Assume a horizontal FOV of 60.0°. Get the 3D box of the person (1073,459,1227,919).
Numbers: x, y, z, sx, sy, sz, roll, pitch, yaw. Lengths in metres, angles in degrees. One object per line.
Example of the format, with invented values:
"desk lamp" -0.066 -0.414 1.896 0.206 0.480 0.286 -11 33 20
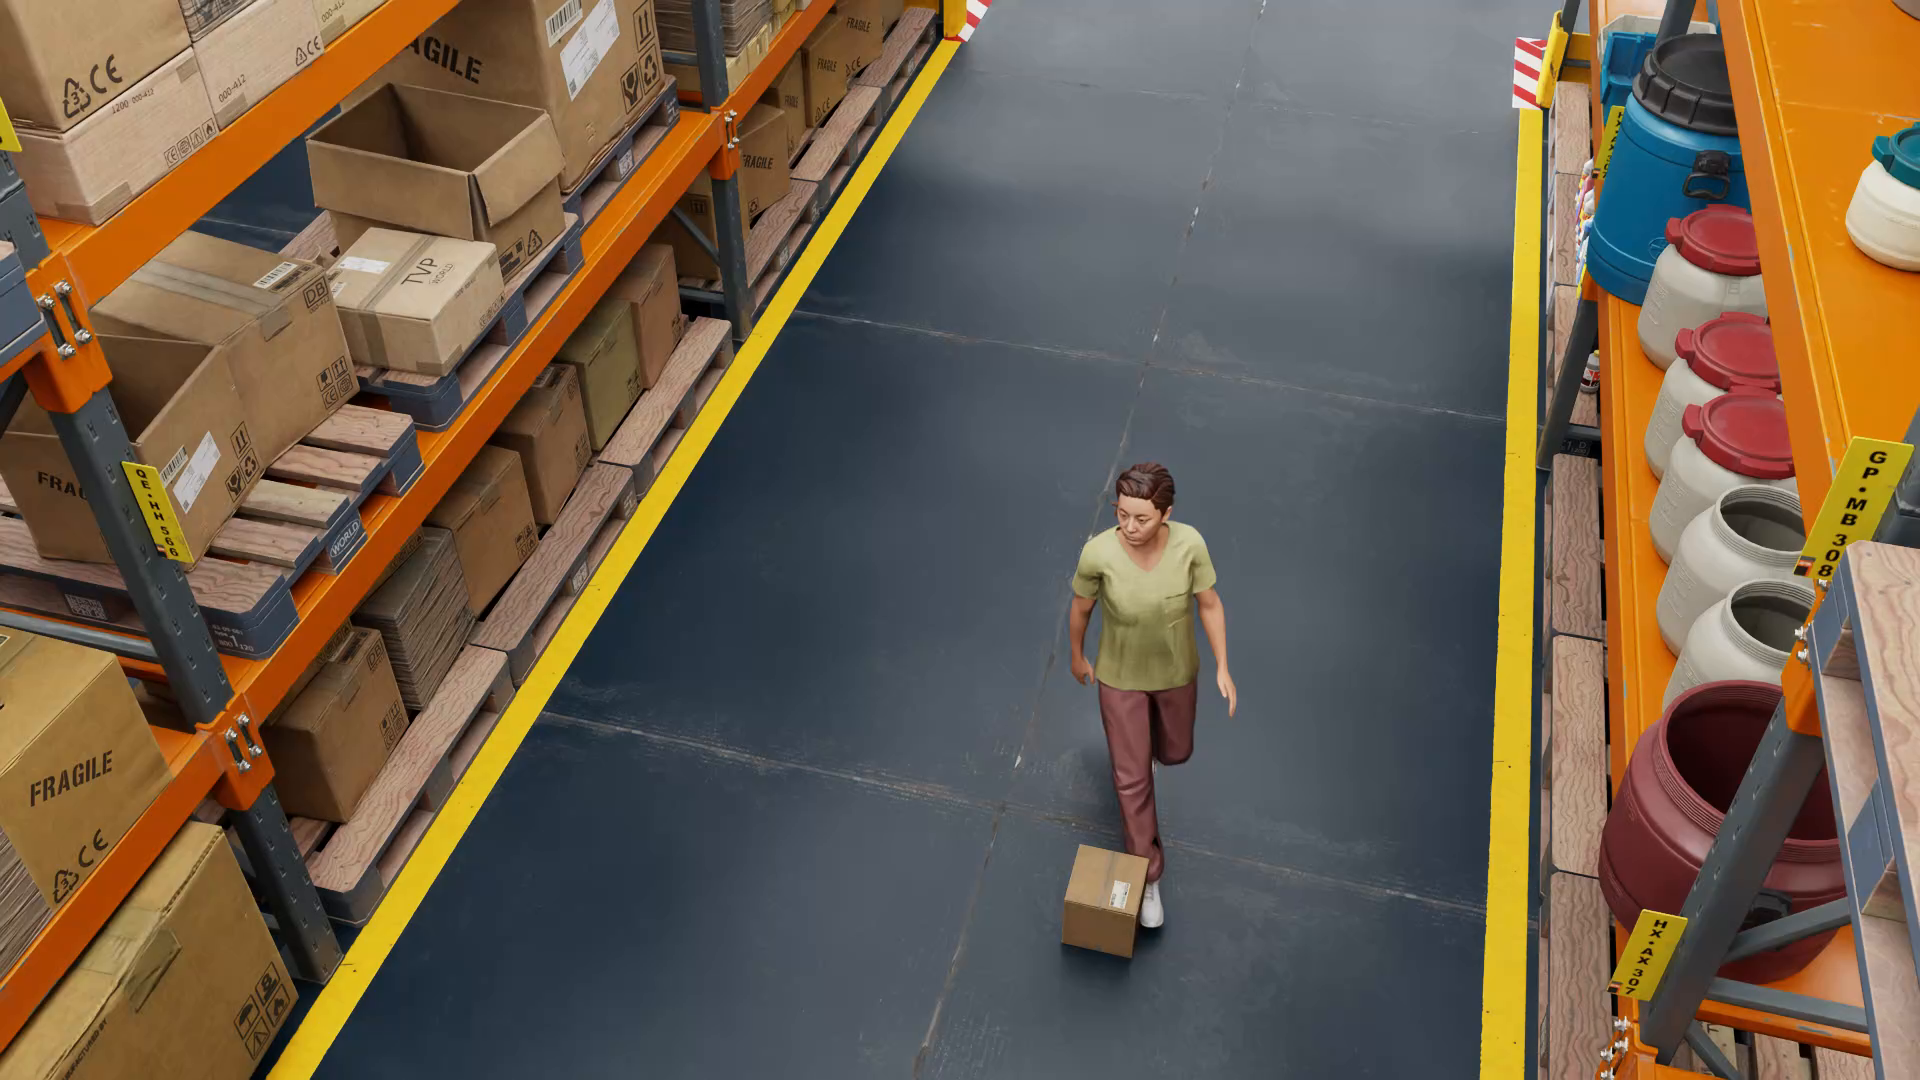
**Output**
"person" 0.644 0.484 5.616 0.517 1.639 0.779 -1 41 -1
